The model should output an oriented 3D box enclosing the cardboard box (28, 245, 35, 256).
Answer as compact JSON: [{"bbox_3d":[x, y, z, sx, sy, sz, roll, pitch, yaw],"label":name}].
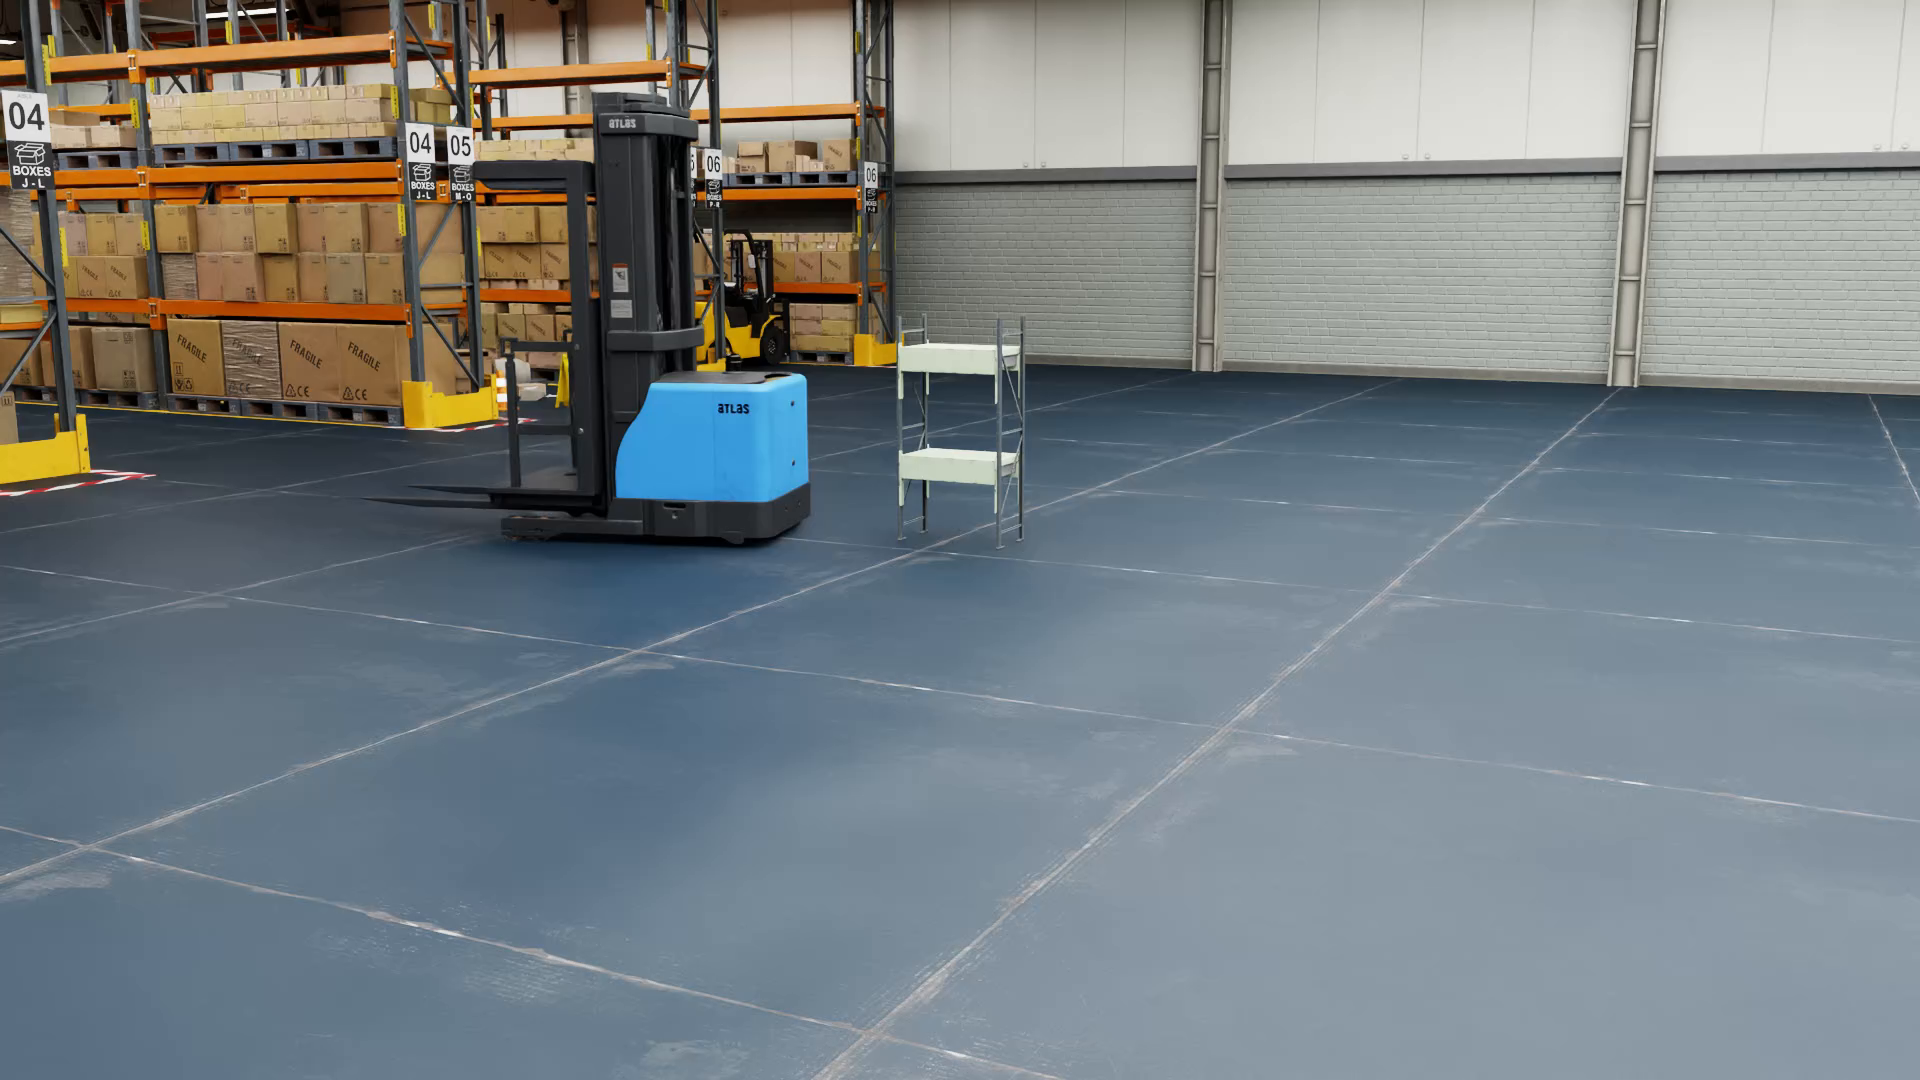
[{"bbox_3d":[-11.492,-3.828,20.870,0.500,0.500,0.700,5,11,25],"label":"cardboard box"}]

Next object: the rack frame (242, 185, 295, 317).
[{"bbox_3d":[-10.705,-4.202,26.025,0.127,3.000,1.000,5,11,26],"label":"rack frame"}]

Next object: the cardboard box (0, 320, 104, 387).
[{"bbox_3d":[-11.513,-2.372,21.053,0.750,0.750,1.050,5,11,27],"label":"cardboard box"}]

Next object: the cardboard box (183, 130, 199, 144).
[{"bbox_3d":[-8.586,-4.573,18.900,0.250,0.149,0.380,5,11,26],"label":"cardboard box"}]

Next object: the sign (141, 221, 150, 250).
[{"bbox_3d":[-9.449,-3.532,19.292,0.005,0.325,0.100,5,11,26],"label":"sign"}]

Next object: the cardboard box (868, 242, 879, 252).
[{"bbox_3d":[-1.528,-4.801,27.233,0.250,0.149,0.380,5,11,24],"label":"cardboard box"}]

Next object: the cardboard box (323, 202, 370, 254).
[{"bbox_3d":[-6.481,-3.442,18.374,0.550,0.550,0.875,5,11,26],"label":"cardboard box"}]

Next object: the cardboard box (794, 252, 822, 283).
[{"bbox_3d":[-2.357,-4.453,27.131,0.500,0.500,0.500,5,12,28],"label":"cardboard box"}]

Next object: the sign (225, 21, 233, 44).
[{"bbox_3d":[-10.948,-7.603,24.902,0.005,0.325,0.100,5,11,26],"label":"sign"}]

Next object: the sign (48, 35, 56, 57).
[{"bbox_3d":[-14.560,-7.920,26.656,0.005,0.325,0.100,5,11,26],"label":"sign"}]

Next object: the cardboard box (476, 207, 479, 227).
[{"bbox_3d":[-6.820,-4.505,23.776,0.500,0.500,0.700,5,11,25],"label":"cardboard box"}]

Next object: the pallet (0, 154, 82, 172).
[{"bbox_3d":[-11.200,-4.657,20.644,1.213,0.211,1.003,6,12,28],"label":"pallet"}]

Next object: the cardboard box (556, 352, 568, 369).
[{"bbox_3d":[-5.308,-2.528,23.319,0.500,0.250,0.500,5,11,24],"label":"cardboard box"}]

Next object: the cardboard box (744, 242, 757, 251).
[{"bbox_3d":[-3.378,-4.856,27.536,0.250,0.149,0.380,5,11,25],"label":"cardboard box"}]

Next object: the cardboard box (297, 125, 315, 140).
[{"bbox_3d":[-6.992,-4.434,18.127,0.250,0.149,0.380,5,11,25],"label":"cardboard box"}]

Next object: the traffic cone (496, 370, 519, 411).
[{"bbox_3d":[-5.479,-1.793,19.840,0.334,0.463,0.336,5,11,26],"label":"traffic cone"}]

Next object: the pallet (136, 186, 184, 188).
[{"bbox_3d":[-12.311,-5.715,26.492,1.213,0.211,1.003,6,12,28],"label":"pallet"}]

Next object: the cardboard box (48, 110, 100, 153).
[{"bbox_3d":[-11.122,-5.092,20.780,0.500,0.500,0.500,5,11,26],"label":"cardboard box"}]

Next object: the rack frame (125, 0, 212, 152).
[{"bbox_3d":[-9.218,-6.040,19.337,0.127,3.000,1.000,5,11,26],"label":"rack frame"}]

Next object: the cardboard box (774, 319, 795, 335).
[{"bbox_3d":[-2.830,-3.531,27.456,0.500,0.250,0.500,5,11,25],"label":"cardboard box"}]

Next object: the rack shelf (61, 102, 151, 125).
[{"bbox_3d":[-12.499,-6.761,26.461,4.000,0.370,1.077,5,11,26],"label":"rack shelf"}]

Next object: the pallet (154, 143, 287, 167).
[{"bbox_3d":[-8.489,-4.454,19.246,1.213,0.211,1.003,5,11,26],"label":"pallet"}]

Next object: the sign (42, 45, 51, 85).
[{"bbox_3d":[-7.676,-3.982,13.930,0.005,0.325,0.100,5,11,26],"label":"sign"}]

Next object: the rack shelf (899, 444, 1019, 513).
[{"bbox_3d":[0.006,-0.417,11.152,0.720,0.370,0.431,5,11,26],"label":"rack shelf"}]

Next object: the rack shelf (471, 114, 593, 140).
[{"bbox_3d":[-6.719,-7.239,29.101,4.000,0.370,1.077,5,11,26],"label":"rack shelf"}]

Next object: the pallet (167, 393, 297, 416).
[{"bbox_3d":[-8.571,-1.644,19.719,1.213,0.211,1.003,5,11,26],"label":"pallet"}]

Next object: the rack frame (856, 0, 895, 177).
[{"bbox_3d":[-1.338,-7.317,26.389,0.127,3.000,1.000,5,11,26],"label":"rack frame"}]

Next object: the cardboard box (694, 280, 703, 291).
[{"bbox_3d":[-3.744,-3.508,22.894,0.250,0.149,0.380,5,11,26],"label":"cardboard box"}]

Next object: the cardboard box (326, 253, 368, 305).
[{"bbox_3d":[-6.487,-2.909,18.458,0.550,0.550,0.875,5,11,26],"label":"cardboard box"}]

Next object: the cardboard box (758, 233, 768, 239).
[{"bbox_3d":[-3.131,-4.994,27.463,0.250,0.149,0.380,5,11,27],"label":"cardboard box"}]

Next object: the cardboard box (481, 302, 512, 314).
[{"bbox_3d":[-6.623,-3.320,23.763,0.250,0.149,0.380,5,11,27],"label":"cardboard box"}]

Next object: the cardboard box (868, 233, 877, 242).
[{"bbox_3d":[-1.545,-4.940,27.165,0.250,0.149,0.380,5,11,25],"label":"cardboard box"}]

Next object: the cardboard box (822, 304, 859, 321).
[{"bbox_3d":[-1.889,-3.697,26.967,0.500,0.250,0.500,5,12,28],"label":"cardboard box"}]

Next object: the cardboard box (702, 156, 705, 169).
[{"bbox_3d":[-4.287,-6.263,27.782,0.500,0.311,0.500,5,12,27],"label":"cardboard box"}]

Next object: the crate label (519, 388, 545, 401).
[{"bbox_3d":[-5.406,-1.839,21.005,0.298,0.136,0.250,-1,10,-4],"label":"crate label"}]

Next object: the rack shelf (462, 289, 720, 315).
[{"bbox_3d":[-5.325,-3.375,23.476,4.000,0.370,1.077,5,11,26],"label":"rack shelf"}]

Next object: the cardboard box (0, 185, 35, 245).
[{"bbox_3d":[-8.289,-2.763,14.152,0.500,0.500,0.500,5,11,26],"label":"cardboard box"}]

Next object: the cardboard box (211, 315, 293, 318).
[{"bbox_3d":[-11.288,-3.431,26.551,0.875,0.875,0.875,5,11,25],"label":"cardboard box"}]

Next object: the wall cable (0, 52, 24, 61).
[{"bbox_3d":[-20.182,-11.963,36.447,0.133,3.039,2.988,5,11,26],"label":"wall cable"}]

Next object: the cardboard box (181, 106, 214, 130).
[{"bbox_3d":[-8.450,-4.770,18.866,0.500,0.250,0.500,5,11,25],"label":"cardboard box"}]

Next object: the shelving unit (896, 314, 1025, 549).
[{"bbox_3d":[0.006,-0.737,11.094,0.755,1.500,0.431,5,11,26],"label":"shelving unit"}]

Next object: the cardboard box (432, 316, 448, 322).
[{"bbox_3d":[-9.431,-4.012,30.813,0.500,0.500,0.500,5,11,25],"label":"cardboard box"}]

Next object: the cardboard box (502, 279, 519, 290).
[{"bbox_3d":[-6.270,-3.634,23.594,0.250,0.149,0.380,5,12,28],"label":"cardboard box"}]

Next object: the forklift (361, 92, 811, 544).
[{"bbox_3d":[-2.627,-1.521,11.404,3.031,2.935,1.130,2,10,11],"label":"forklift"}]

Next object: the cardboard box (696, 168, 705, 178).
[{"bbox_3d":[-3.685,-5.002,22.728,0.250,0.149,0.380,5,11,26],"label":"cardboard box"}]

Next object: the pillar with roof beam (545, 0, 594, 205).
[{"bbox_3d":[-8.849,-7.301,26.301,0.548,9.000,9.100,5,11,26],"label":"pillar with roof beam"}]

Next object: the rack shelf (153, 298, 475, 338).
[{"bbox_3d":[-7.424,-2.577,19.064,4.000,0.370,1.077,5,11,26],"label":"rack shelf"}]

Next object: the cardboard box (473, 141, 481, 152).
[{"bbox_3d":[-6.734,-5.539,23.455,0.250,0.149,0.380,5,12,28],"label":"cardboard box"}]

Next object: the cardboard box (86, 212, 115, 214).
[{"bbox_3d":[-14.461,-5.444,27.977,0.250,0.149,0.380,5,11,25],"label":"cardboard box"}]

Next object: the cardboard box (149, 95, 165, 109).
[{"bbox_3d":[-9.042,-5.006,19.050,0.250,0.149,0.380,5,11,26],"label":"cardboard box"}]

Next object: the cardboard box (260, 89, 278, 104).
[{"bbox_3d":[-7.451,-4.866,18.279,0.250,0.149,0.380,5,11,26],"label":"cardboard box"}]

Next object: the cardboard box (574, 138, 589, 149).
[{"bbox_3d":[-5.060,-5.413,22.759,0.250,0.149,0.380,5,11,24],"label":"cardboard box"}]

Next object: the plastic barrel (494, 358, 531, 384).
[{"bbox_3d":[-6.053,-2.225,22.334,0.512,0.421,0.421,-4,11,-23],"label":"plastic barrel"}]

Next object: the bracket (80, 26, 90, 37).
[{"bbox_3d":[-18.235,-10.681,34.872,0.430,0.232,0.235,5,11,26],"label":"bracket"}]
